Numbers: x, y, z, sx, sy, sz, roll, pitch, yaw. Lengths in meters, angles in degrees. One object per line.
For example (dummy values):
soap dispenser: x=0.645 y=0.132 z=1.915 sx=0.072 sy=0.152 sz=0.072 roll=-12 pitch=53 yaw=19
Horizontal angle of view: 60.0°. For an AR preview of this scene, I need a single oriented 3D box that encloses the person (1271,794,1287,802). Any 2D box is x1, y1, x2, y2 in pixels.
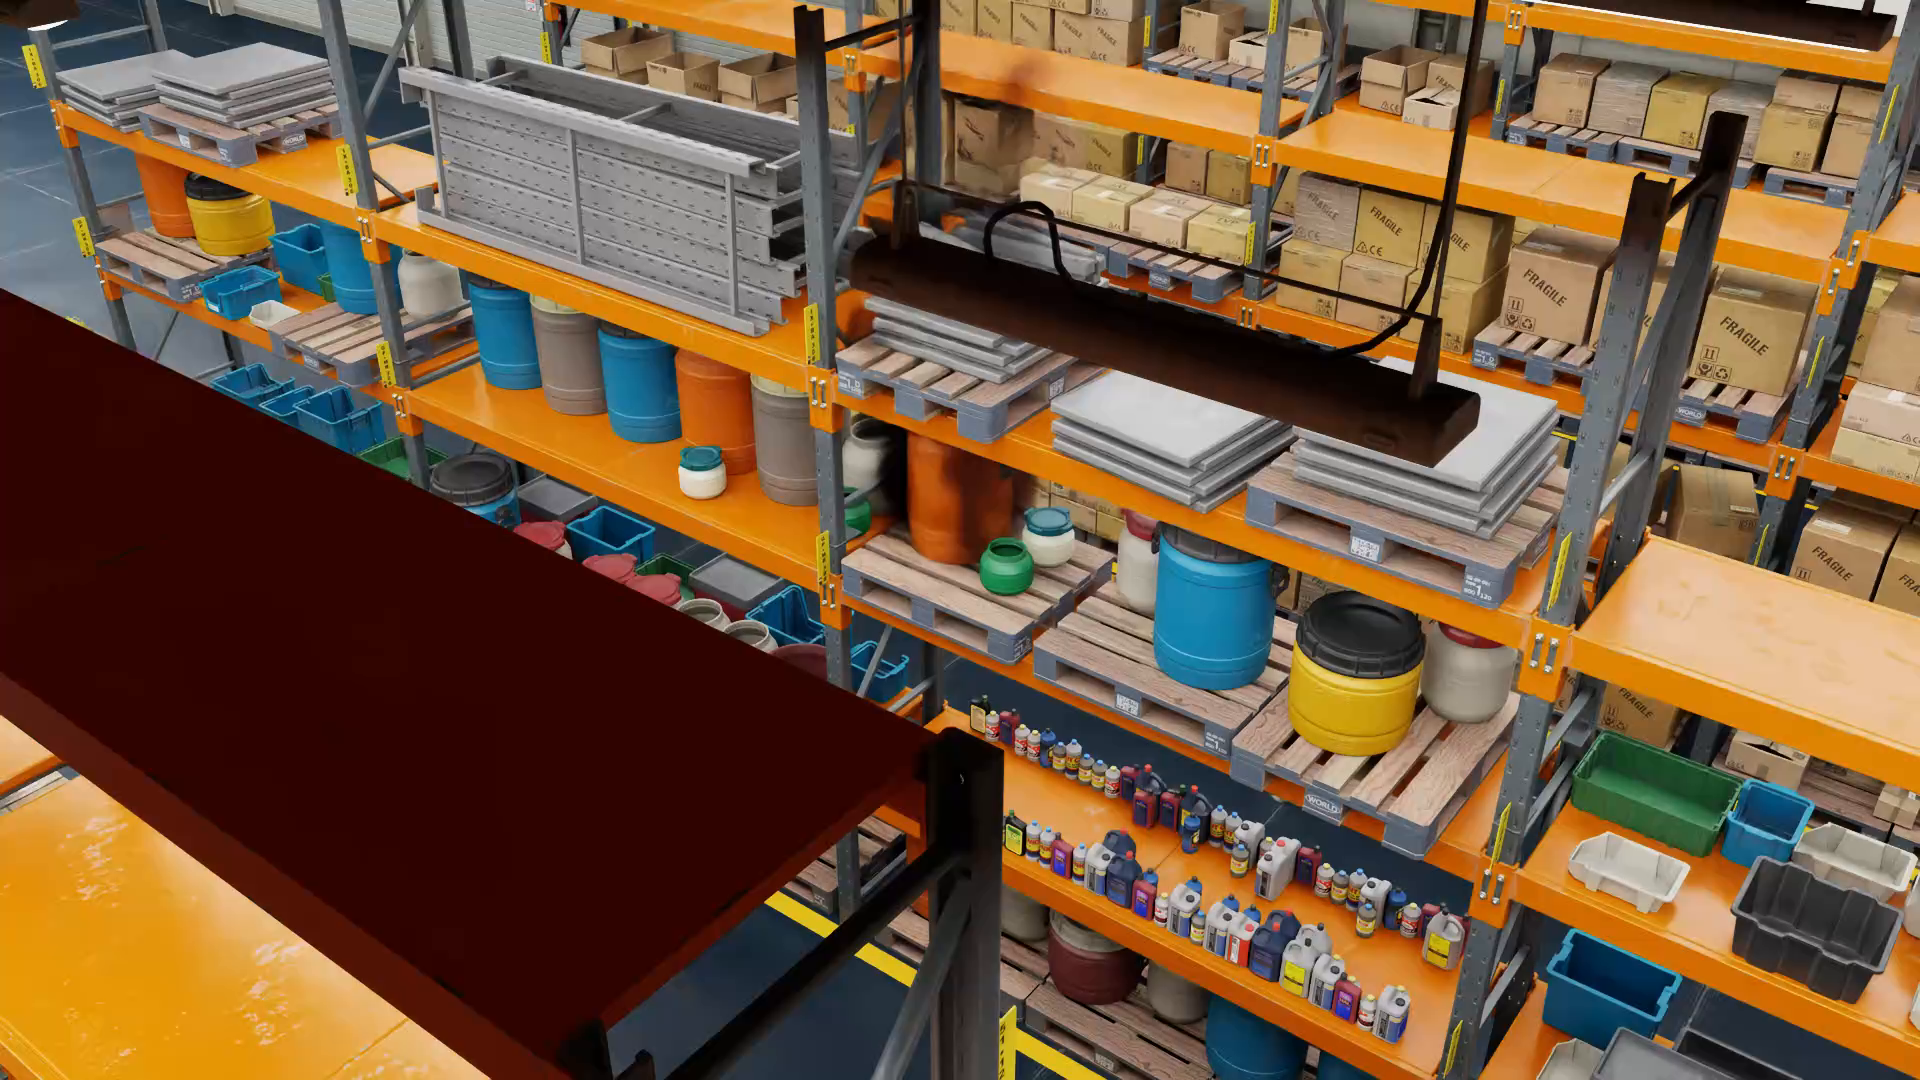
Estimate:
person: x=2.670 y=1.219 z=11.686 sx=0.778 sy=1.726 sz=0.563 roll=18 pitch=36 yaw=26
